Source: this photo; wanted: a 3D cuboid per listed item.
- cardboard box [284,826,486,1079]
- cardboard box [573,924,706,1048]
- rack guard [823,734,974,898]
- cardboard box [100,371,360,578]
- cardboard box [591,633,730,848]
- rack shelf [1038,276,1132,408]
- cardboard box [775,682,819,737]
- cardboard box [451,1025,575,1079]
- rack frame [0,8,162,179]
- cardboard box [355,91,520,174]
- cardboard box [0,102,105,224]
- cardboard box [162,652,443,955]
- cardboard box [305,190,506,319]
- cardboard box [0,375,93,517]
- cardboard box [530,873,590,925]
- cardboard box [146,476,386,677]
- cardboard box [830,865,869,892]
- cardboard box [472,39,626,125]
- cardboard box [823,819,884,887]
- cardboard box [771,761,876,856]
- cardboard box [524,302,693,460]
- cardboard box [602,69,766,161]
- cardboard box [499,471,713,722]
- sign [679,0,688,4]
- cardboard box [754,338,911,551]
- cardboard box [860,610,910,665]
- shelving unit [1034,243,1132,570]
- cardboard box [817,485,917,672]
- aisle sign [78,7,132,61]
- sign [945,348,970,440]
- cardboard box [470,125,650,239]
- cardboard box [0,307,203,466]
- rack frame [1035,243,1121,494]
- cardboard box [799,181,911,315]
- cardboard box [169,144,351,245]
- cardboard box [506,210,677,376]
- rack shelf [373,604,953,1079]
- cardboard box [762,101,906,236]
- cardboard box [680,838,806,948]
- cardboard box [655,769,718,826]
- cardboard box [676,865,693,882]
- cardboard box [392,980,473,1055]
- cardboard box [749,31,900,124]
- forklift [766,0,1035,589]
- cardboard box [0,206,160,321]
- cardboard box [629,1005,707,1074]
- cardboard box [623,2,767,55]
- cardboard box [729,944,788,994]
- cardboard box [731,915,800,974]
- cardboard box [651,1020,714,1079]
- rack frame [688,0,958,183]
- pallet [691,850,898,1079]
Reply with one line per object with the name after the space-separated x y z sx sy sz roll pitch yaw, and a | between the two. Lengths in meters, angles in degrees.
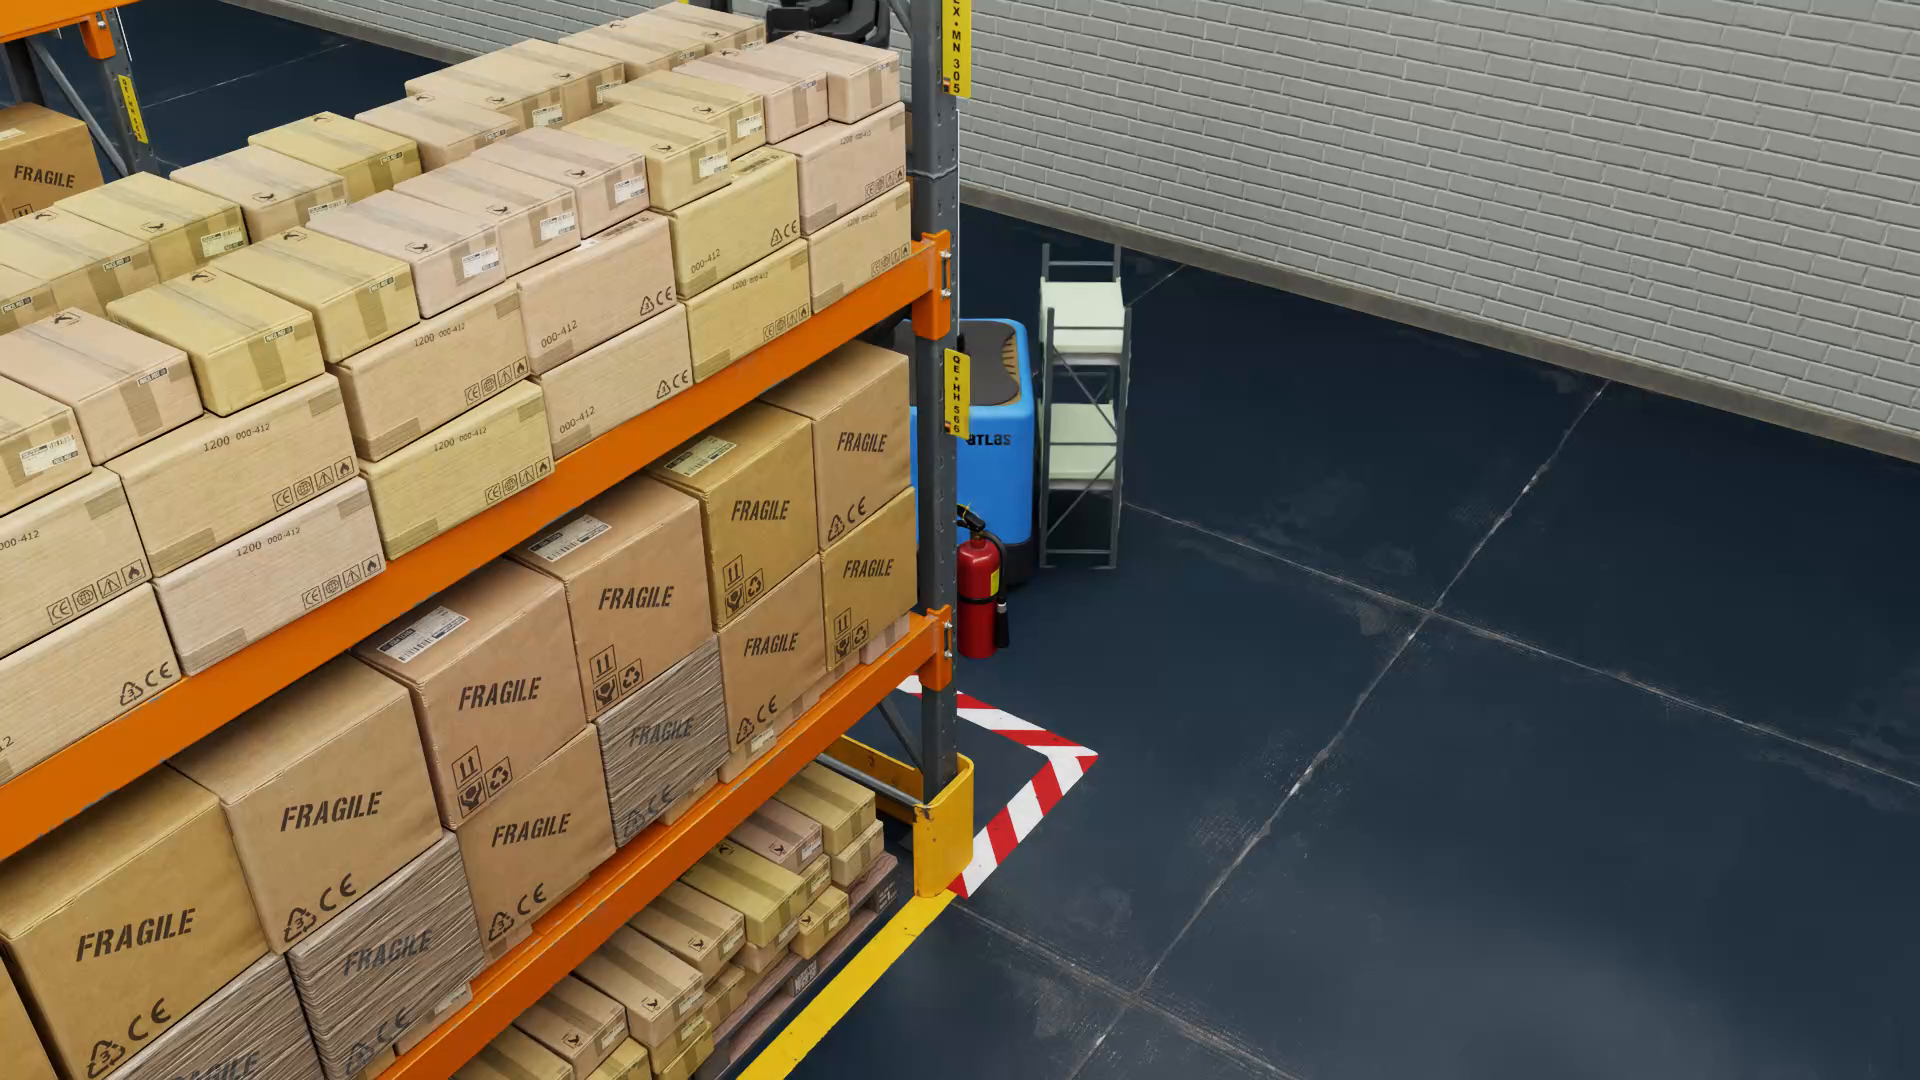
-1.653 1.008 4.403 0.500 0.500 0.500 20 39 27 | cardboard box
-1.089 1.512 5.651 0.380 0.149 0.250 23 40 30 | cardboard box
-0.498 1.000 7.001 1.175 0.500 0.348 21 39 28 | rack guard
-1.677 -0.217 3.579 0.500 0.250 0.500 22 40 29 | cardboard box
-1.078 0.526 5.116 0.500 0.500 0.500 21 40 28 | cardboard box
0.618 -1.003 8.373 0.431 0.370 0.720 0 34 1 | rack shelf
-0.711 0.496 5.738 0.380 0.149 0.250 21 39 28 | cardboard box
-1.456 1.727 5.333 0.380 0.149 0.250 21 40 28 | cardboard box
-4.471 -1.701 8.764 1.000 3.000 0.127 21 39 28 | rack frame
-1.400 -1.070 4.484 0.380 0.149 0.250 22 40 29 | cardboard box
-4.533 -1.765 8.057 0.500 0.500 0.500 22 40 29 | cardboard box
-1.682 0.596 4.119 0.500 0.500 0.500 22 40 29 | cardboard box
-1.298 -0.675 3.900 0.380 0.149 0.250 20 39 27 | cardboard box
-1.905 -0.192 3.186 0.380 0.149 0.250 20 39 27 | cardboard box
-1.353 0.966 5.044 0.380 0.149 0.250 22 40 29 | cardboard box
-1.663 -0.006 3.713 0.500 0.250 0.500 23 40 30 | cardboard box
-0.583 1.245 6.577 0.380 0.149 0.250 22 40 29 | cardboard box
-1.201 -1.334 4.874 0.380 0.149 0.250 21 39 28 | cardboard box
-0.521 1.147 6.456 0.380 0.149 0.250 20 39 27 | cardboard box
-0.548 1.015 6.387 0.380 0.149 0.250 22 40 29 | cardboard box
-1.075 -0.496 4.438 0.500 0.250 0.500 23 40 30 | cardboard box
-0.769 -1.176 4.641 0.380 0.149 0.250 20 39 27 | cardboard box
-1.089 0.116 4.829 0.500 0.500 0.500 23 41 30 | cardboard box
-0.900 -1.848 5.523 0.100 0.325 0.005 21 39 28 | sign
-0.511 -0.359 5.532 0.500 0.500 0.500 20 39 27 | cardboard box
-0.408 0.274 6.067 0.380 0.149 0.250 21 39 28 | cardboard box
0.618 -0.679 8.591 0.431 1.500 0.755 0 34 1 | shelving unit
-0.499 0.054 5.814 0.500 0.500 0.500 22 40 29 | cardboard box
-4.184 -2.716 7.943 0.394 0.787 0.004 21 39 28 | aisle sign
-0.010 -0.495 5.664 0.100 0.325 0.005 21 39 28 | sign
-1.025 -0.922 4.266 0.380 0.149 0.250 20 39 27 | cardboard box
-1.775 -0.318 3.372 0.380 0.149 0.250 20 39 27 | cardboard box
0.622 -0.884 8.895 0.400 1.500 0.023 0 34 1 | rack frame
-0.496 -0.957 5.120 0.500 0.250 0.500 20 39 27 | cardboard box
-1.736 -0.842 4.146 0.380 0.149 0.250 23 40 30 | cardboard box
-1.093 -0.694 4.284 0.500 0.250 0.500 22 40 29 | cardboard box
-1.595 1.148 5.193 1.077 0.370 4.000 21 39 28 | rack shelf
-0.508 -1.165 4.980 0.500 0.250 0.500 20 39 27 | cardboard box
-0.782 1.272 6.007 0.380 0.149 0.250 20 39 27 | cardboard box
-1.012 0.733 5.388 0.380 0.149 0.250 19 39 26 | cardboard box
-1.233 1.221 6.347 0.380 0.149 0.250 22 40 29 | cardboard box
-1.594 1.227 4.658 0.380 0.149 0.250 23 40 30 | cardboard box
-0.402 -1.376 4.937 0.380 0.149 0.250 21 39 28 | cardboard box
-1.147 -1.214 8.104 3.031 2.935 1.130 0 34 -1 | forklift
-2.065 -0.617 3.815 0.380 0.149 0.250 21 39 28 | cardboard box
-1.100 1.629 5.743 0.380 0.149 0.250 22 40 29 | cardboard box
-0.826 -1.547 5.189 0.380 0.149 0.250 21 39 28 | cardboard box
-0.868 1.490 6.215 0.380 0.149 0.250 21 39 28 | cardboard box
-0.816 1.387 6.101 0.380 0.149 0.250 20 39 26 | cardboard box
-1.092 1.745 5.837 0.380 0.149 0.250 19 39 26 | cardboard box
-0.454 -2.556 4.672 1.000 3.000 0.127 21 39 28 | rack frame
-0.990 1.482 6.546 1.003 0.211 1.213 21 39 28 | pallet
